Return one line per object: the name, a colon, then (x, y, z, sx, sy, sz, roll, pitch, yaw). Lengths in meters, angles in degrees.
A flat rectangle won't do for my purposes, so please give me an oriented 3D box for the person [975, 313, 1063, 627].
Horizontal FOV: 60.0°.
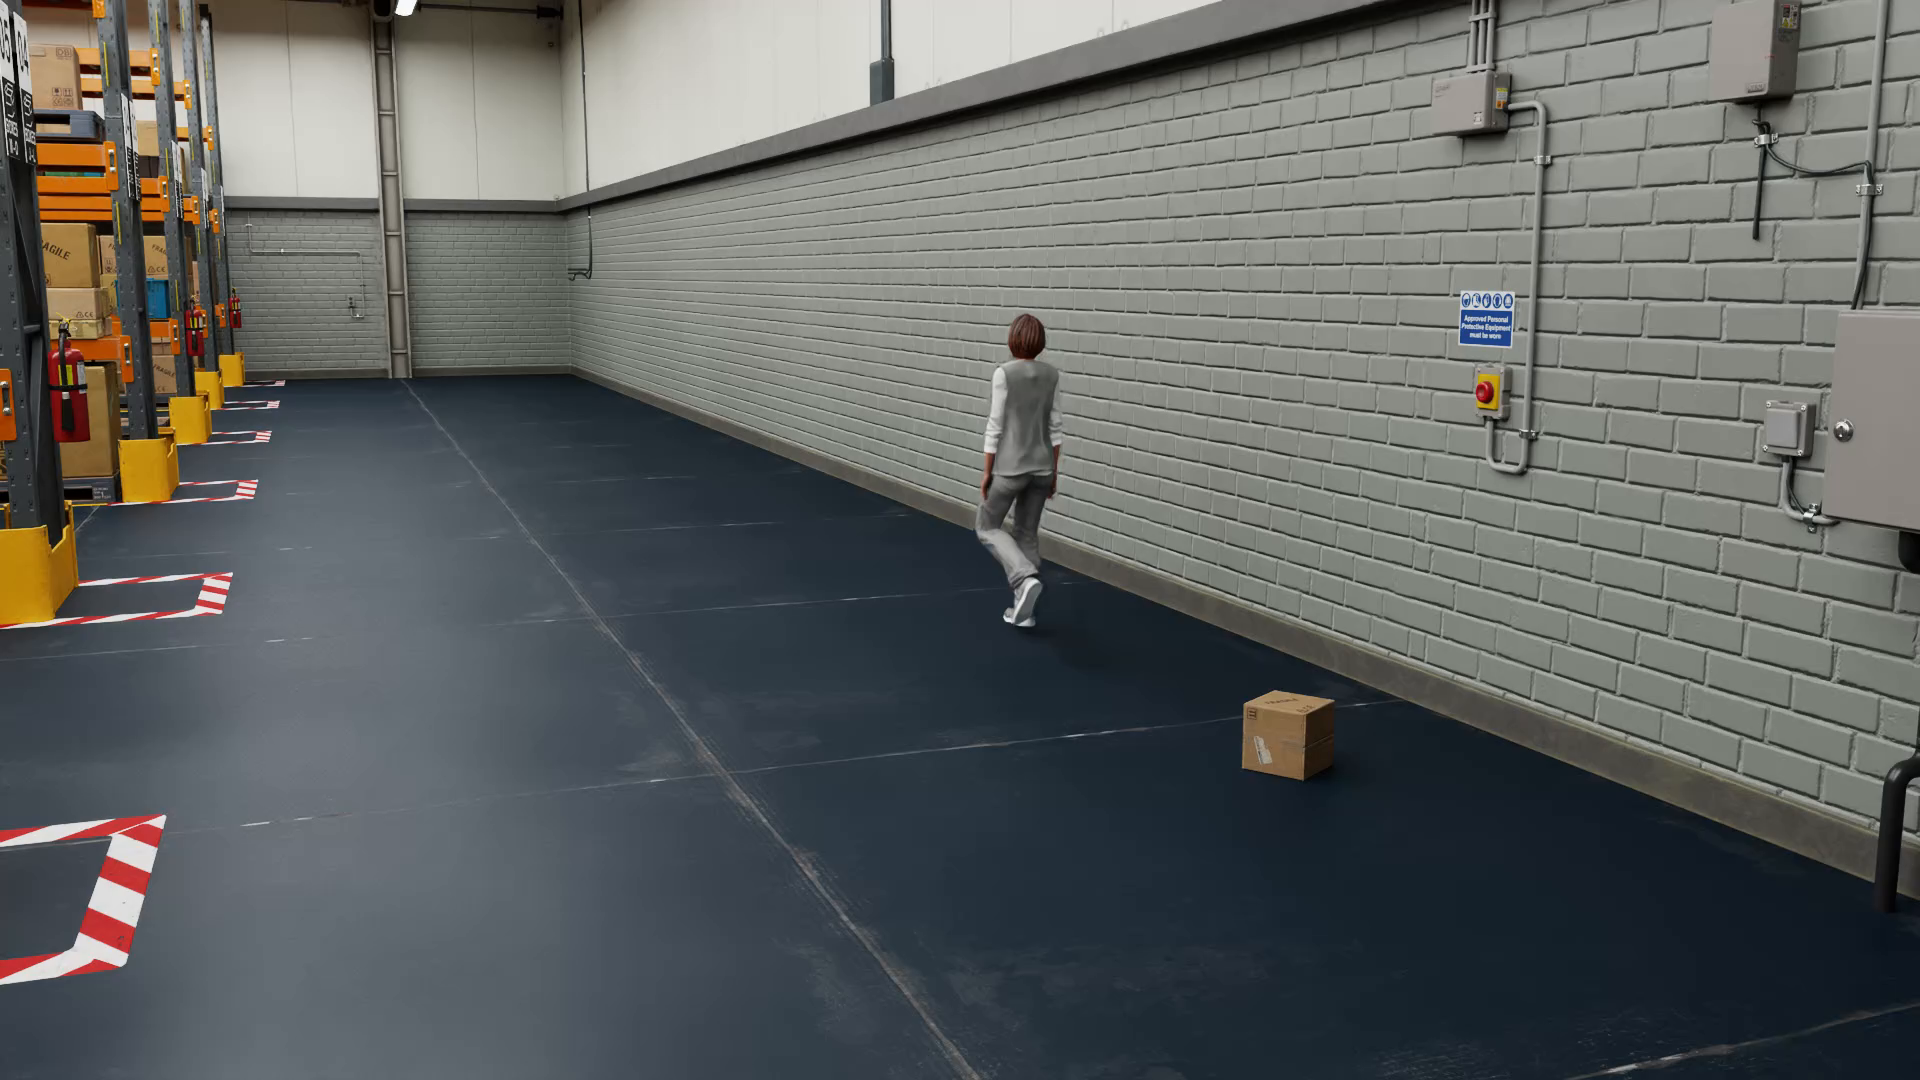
person: (0.318, -0.332, 8.319, 0.434, 1.588, 0.487, -5, 10, -27)
